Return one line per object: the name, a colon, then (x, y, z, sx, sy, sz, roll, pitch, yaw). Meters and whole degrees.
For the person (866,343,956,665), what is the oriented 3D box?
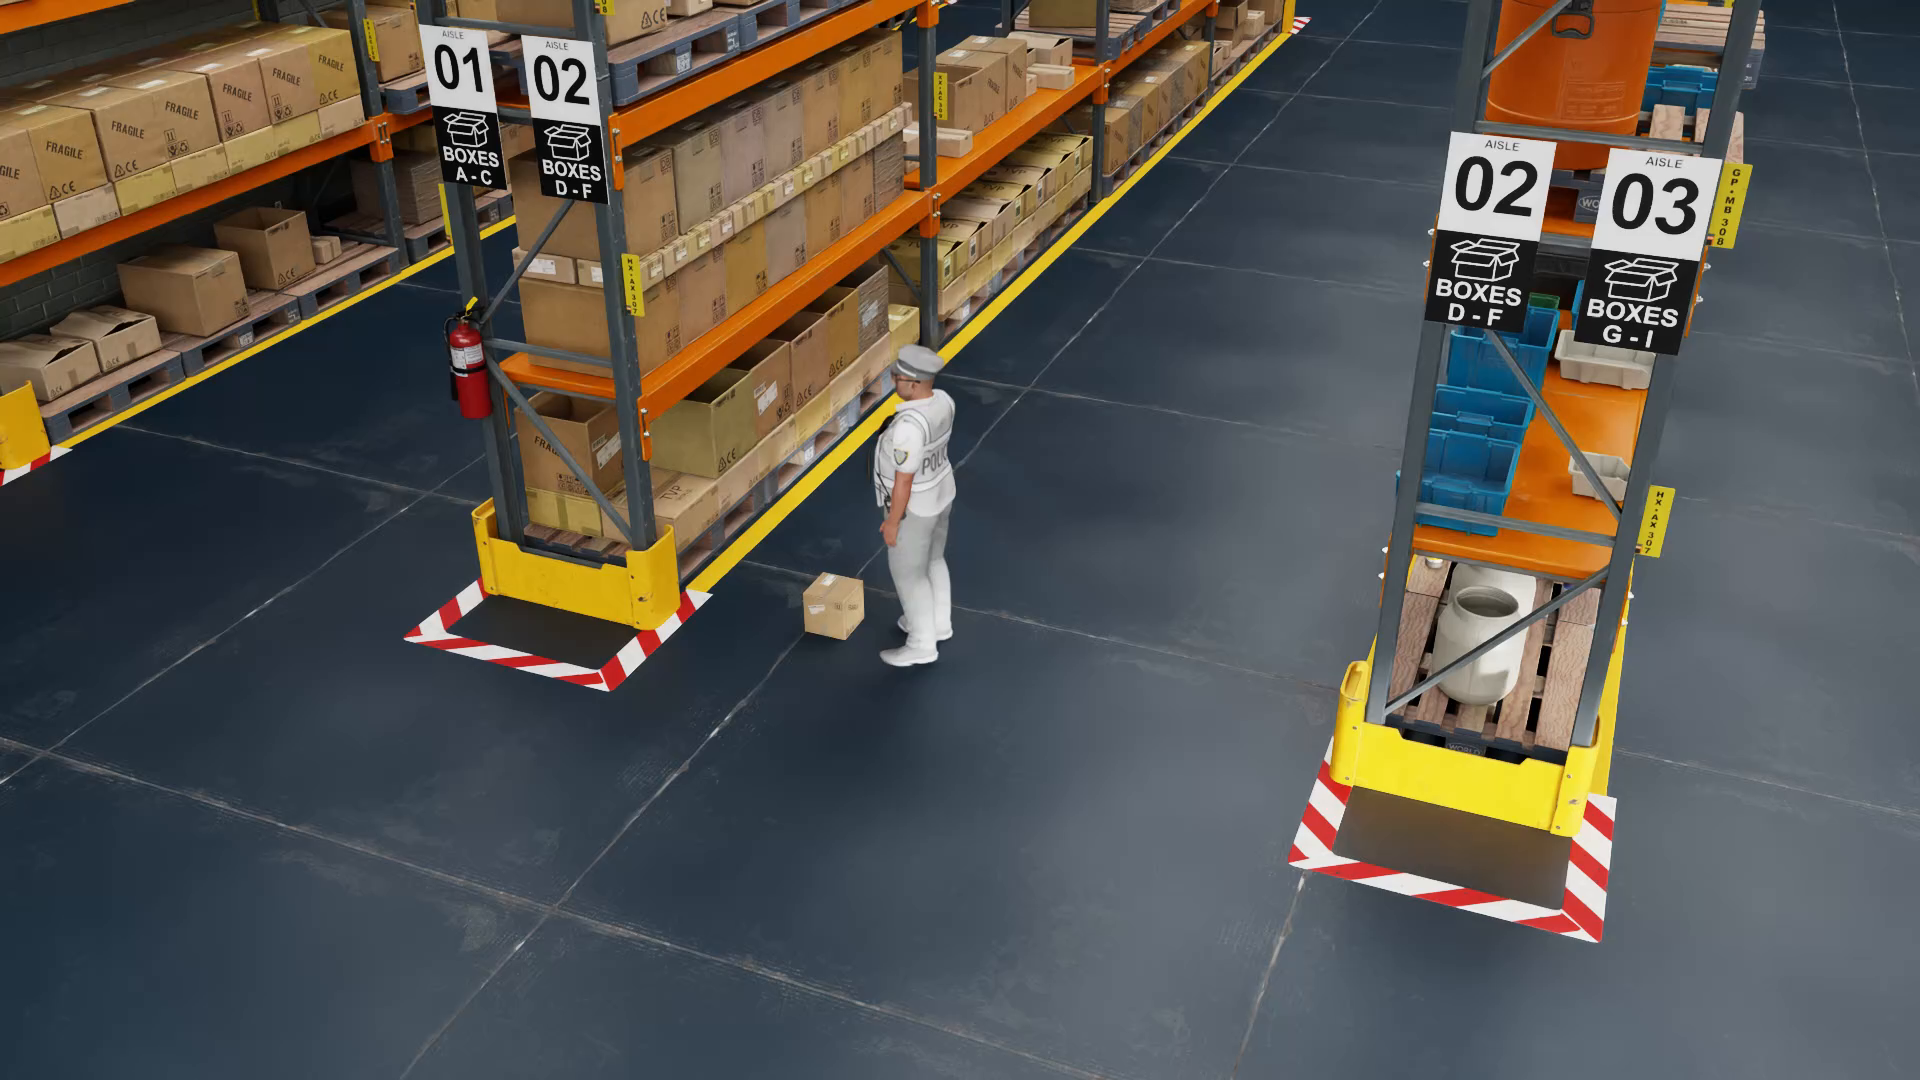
person: (-0.245, -0.182, 8.721, 0.394, 1.791, 0.528, 12, 32, 20)
